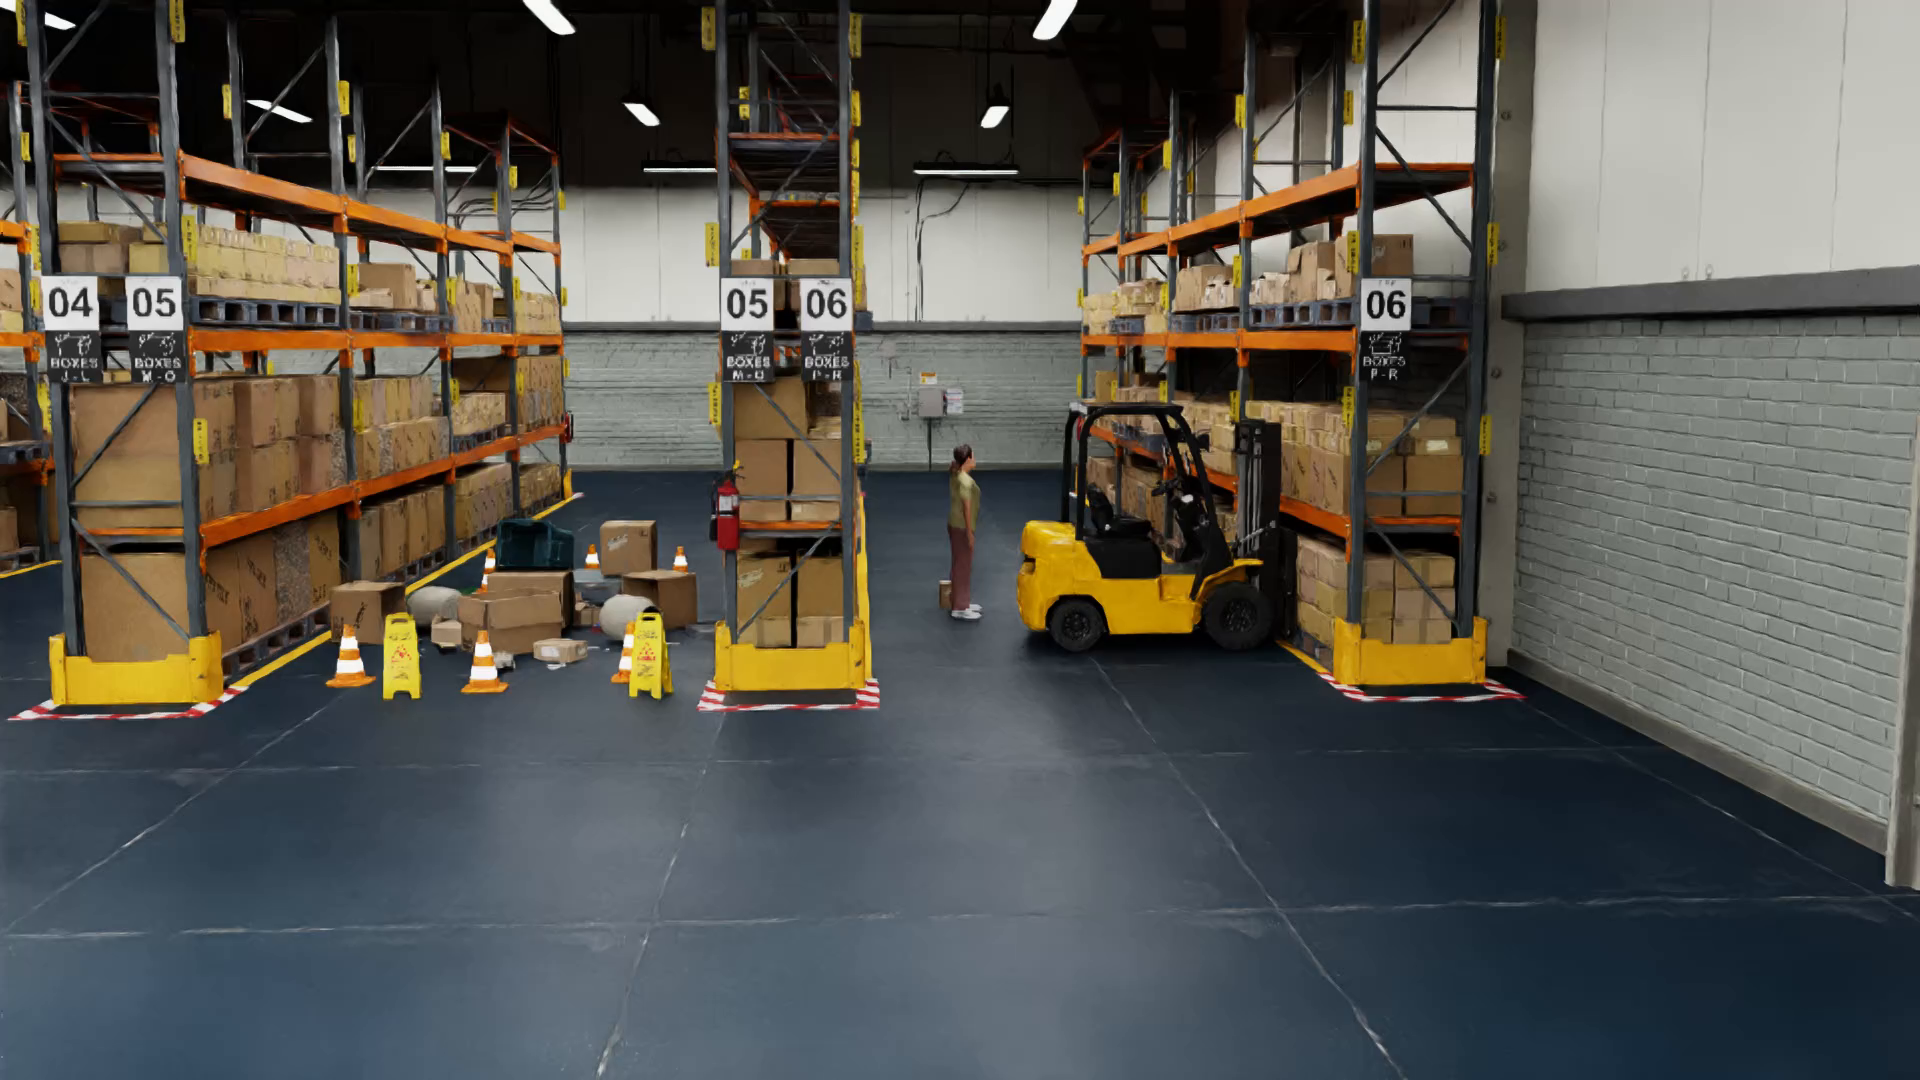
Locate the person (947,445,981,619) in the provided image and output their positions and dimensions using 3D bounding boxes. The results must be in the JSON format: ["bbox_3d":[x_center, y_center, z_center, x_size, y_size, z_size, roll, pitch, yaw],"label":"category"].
[{"bbox_3d":[0.060,-0.077,16.318,0.366,1.645,0.577,-2,7,-17],"label":"person"}]
